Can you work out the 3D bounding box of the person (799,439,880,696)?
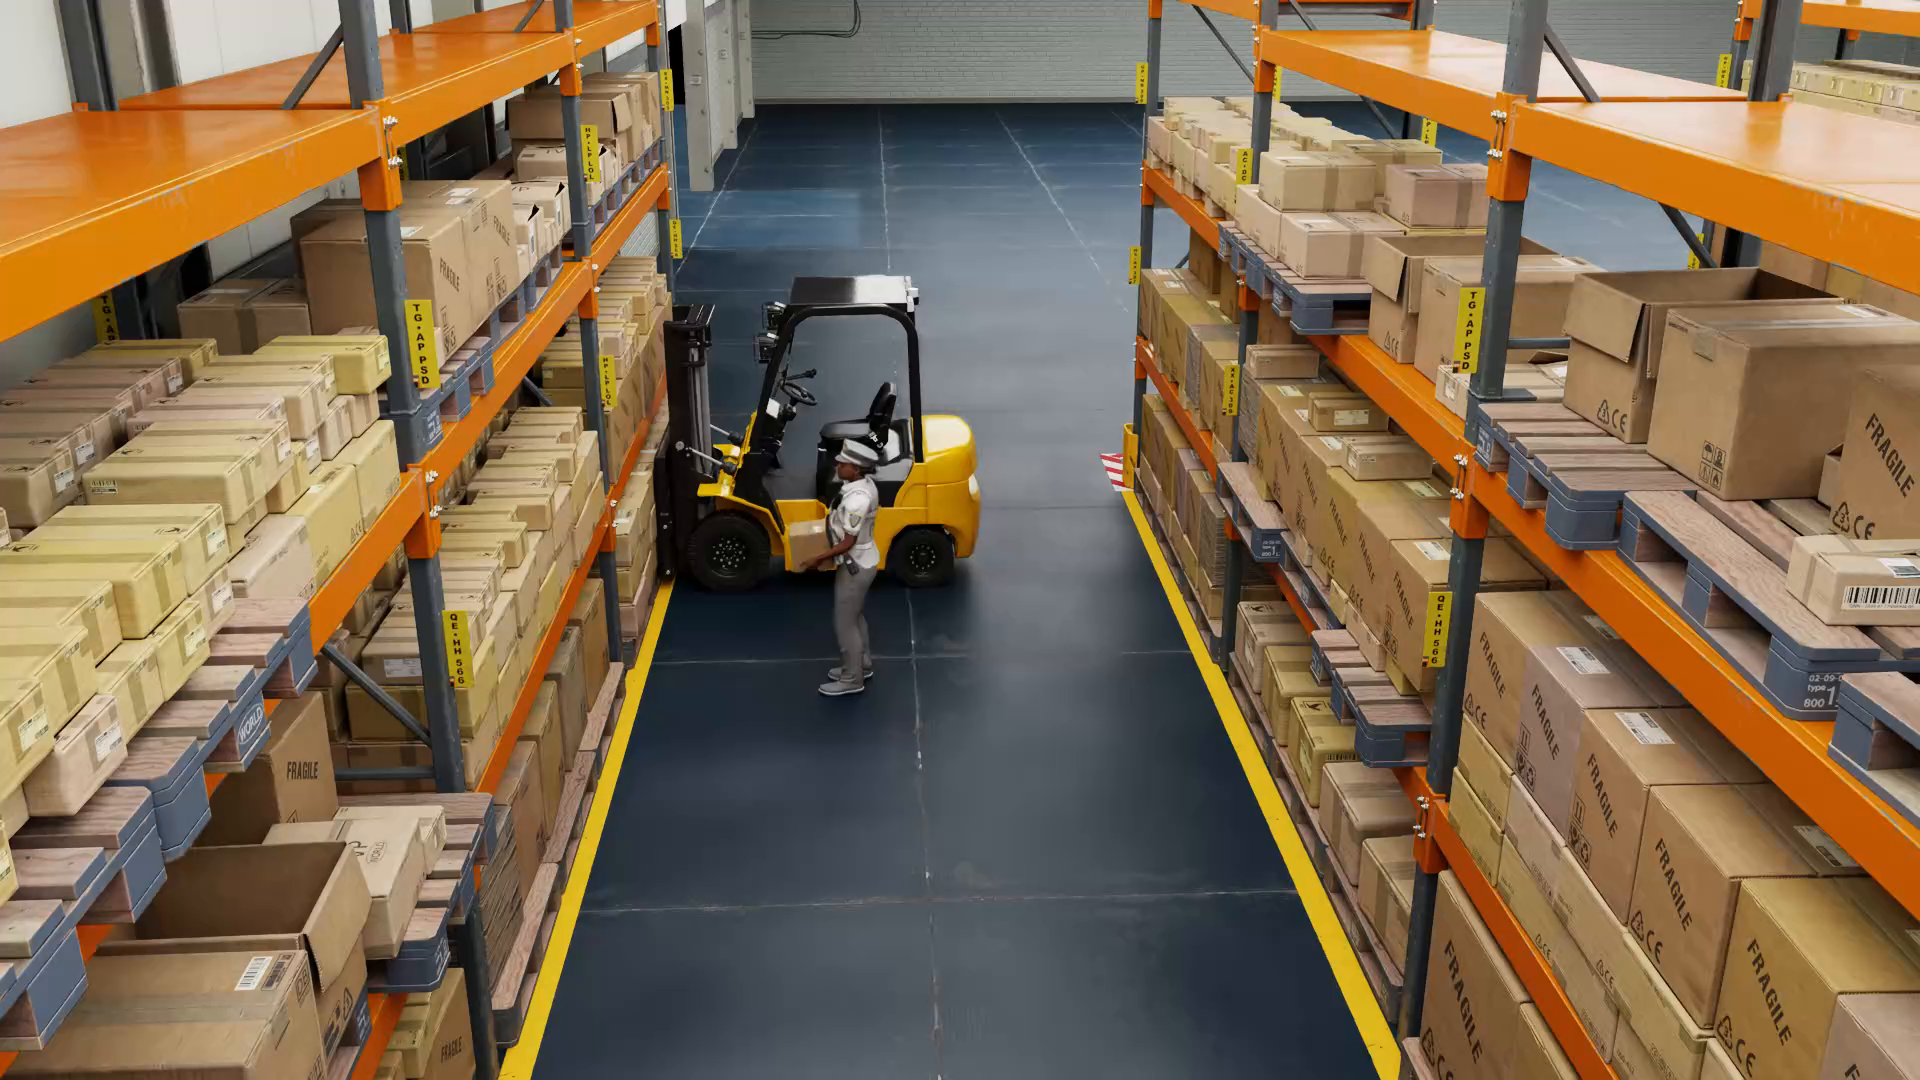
[{"bbox_3d":[-0.761,0.165,10.591,0.515,1.692,0.460,-1,21,-3],"label":"person"}]
